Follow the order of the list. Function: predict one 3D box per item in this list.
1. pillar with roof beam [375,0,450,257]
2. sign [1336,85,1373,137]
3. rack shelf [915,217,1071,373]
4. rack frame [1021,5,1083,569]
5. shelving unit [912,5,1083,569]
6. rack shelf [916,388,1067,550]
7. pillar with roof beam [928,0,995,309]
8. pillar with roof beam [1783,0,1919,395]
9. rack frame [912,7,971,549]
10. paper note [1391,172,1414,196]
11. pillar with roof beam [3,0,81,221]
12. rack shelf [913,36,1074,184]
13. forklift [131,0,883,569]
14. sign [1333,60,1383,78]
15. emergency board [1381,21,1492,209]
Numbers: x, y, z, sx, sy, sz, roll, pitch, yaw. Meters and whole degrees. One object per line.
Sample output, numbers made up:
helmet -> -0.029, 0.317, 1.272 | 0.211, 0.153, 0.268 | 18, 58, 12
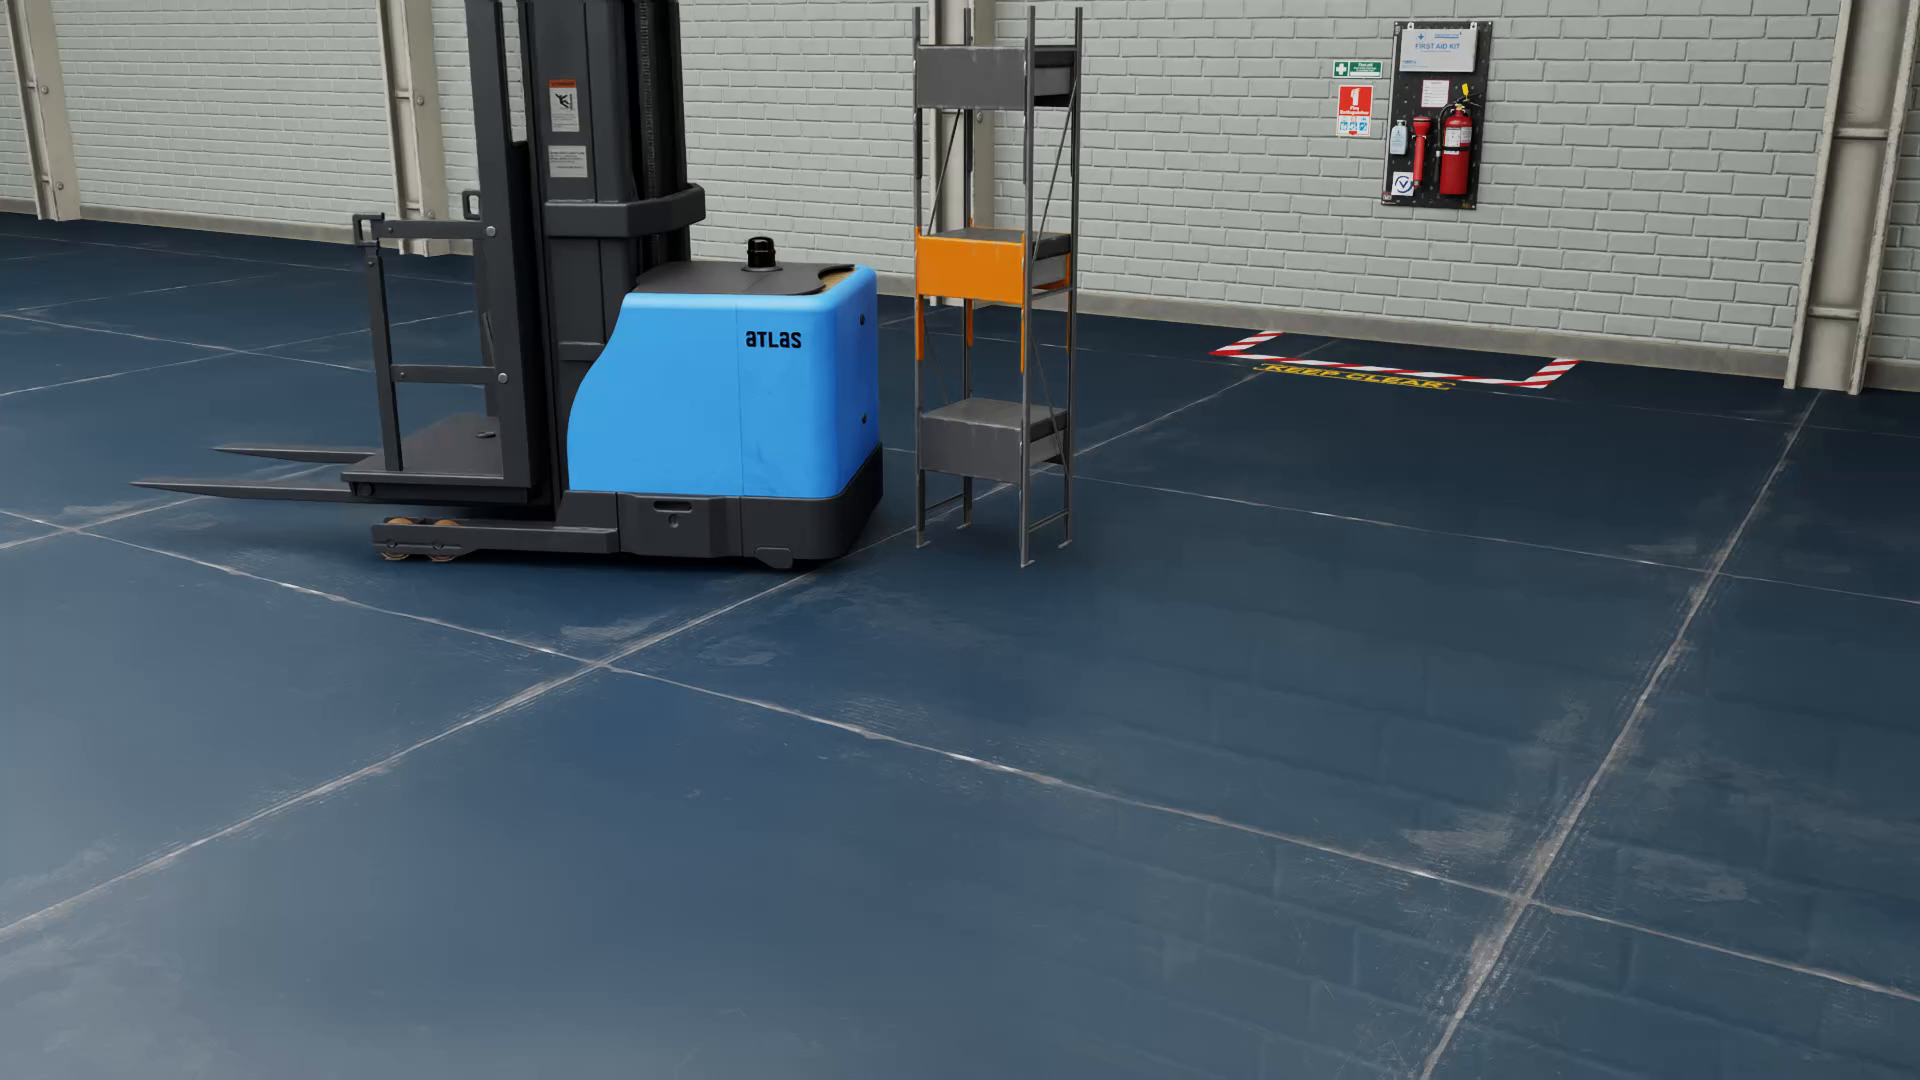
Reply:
pillar with roof beam -> -7.351, -5.974, 11.065 | 0.400, 9.000, 9.100 | 10, 20, 30
sign -> 2.624, -2.856, 11.062 | 0.234, 0.329, 0.001 | 10, 20, 30
rack shelf -> 0.141, -0.966, 6.497 | 0.480, 0.518, 0.431 | 10, 20, 30
rack frame -> 0.349, -0.942, 6.371 | 0.015, 2.100, 0.400 | 10, 20, 30
shelving unit -> 0.141, -0.979, 6.493 | 0.503, 2.100, 0.431 | 10, 20, 30
rack shelf -> 0.141, -0.297, 6.701 | 0.480, 0.518, 0.431 | 10, 20, 30
pillar with roof beam -> -2.239, -5.061, 8.060 | 0.400, 9.000, 9.100 | 10, 20, 30
pillar with roof beam -> 2.874, -4.148, 5.056 | 0.400, 9.000, 9.100 | 10, 20, 30
rack frame -> -0.067, -1.017, 6.615 | 0.015, 2.100, 0.400 | 10, 20, 30
paper note -> 2.926, -2.352, 10.979 | 0.142, 0.148, 0.016 | 10, 20, 30
pillar with roof beam -> -12.464, -6.886, 14.069 | 0.400, 9.000, 9.100 | 10, 20, 30
rack shelf -> 0.141, -1.636, 6.294 | 0.480, 0.518, 0.431 | 10, 20, 30
forklift -> -1.895, -1.462, 6.652 | 3.031, 2.935, 1.130 | 2, 17, 7
sign -> 2.623, -3.107, 10.975 | 0.331, 0.109, 0.001 | 10, 20, 30
emergency board -> 3.041, -2.730, 10.706 | 0.643, 1.169, 0.194 | 10, 20, 30
